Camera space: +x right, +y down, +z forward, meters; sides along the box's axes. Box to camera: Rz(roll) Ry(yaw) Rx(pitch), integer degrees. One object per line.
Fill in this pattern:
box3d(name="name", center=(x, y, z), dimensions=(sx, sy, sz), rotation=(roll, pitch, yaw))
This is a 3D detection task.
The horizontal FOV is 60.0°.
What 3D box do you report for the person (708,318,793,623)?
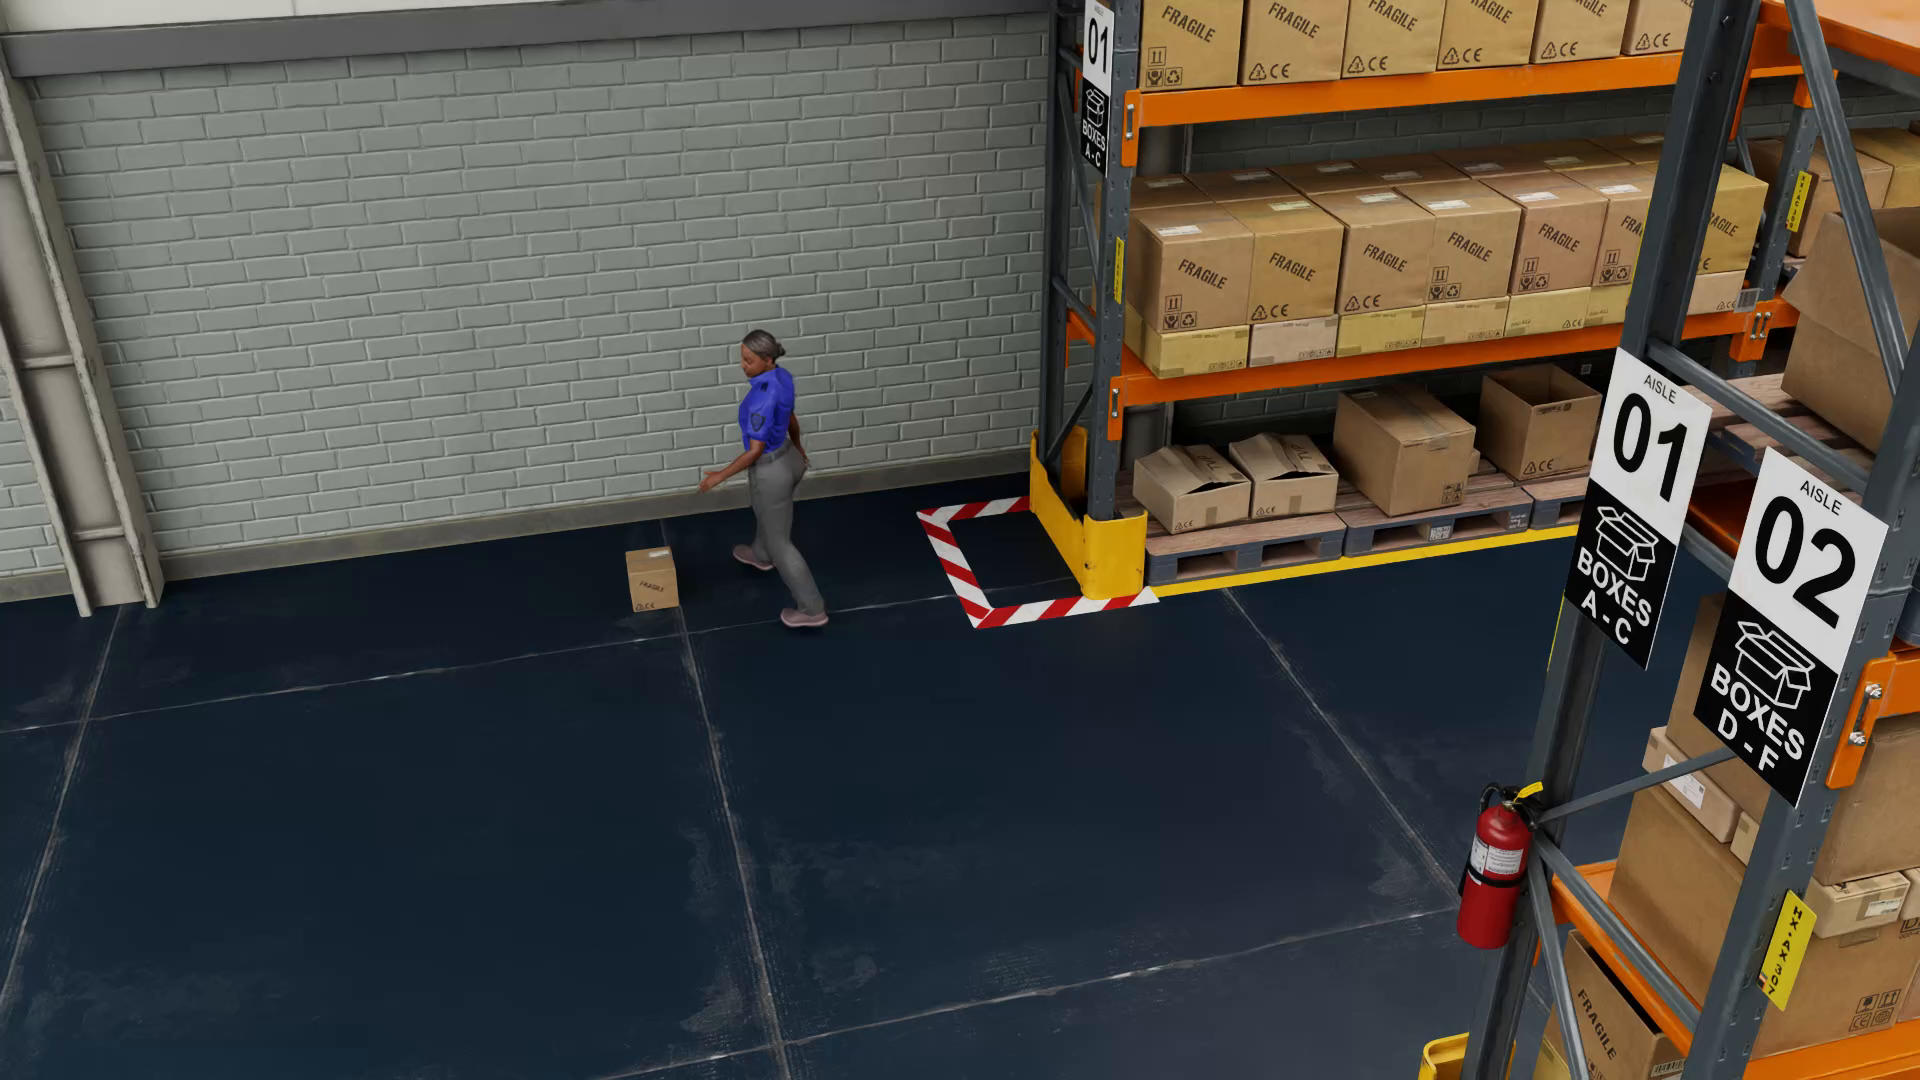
box3d(name="person", center=(-1.120, -0.388, 8.866), dimensions=(0.628, 1.652, 0.561), rotation=(12, 33, 20))
